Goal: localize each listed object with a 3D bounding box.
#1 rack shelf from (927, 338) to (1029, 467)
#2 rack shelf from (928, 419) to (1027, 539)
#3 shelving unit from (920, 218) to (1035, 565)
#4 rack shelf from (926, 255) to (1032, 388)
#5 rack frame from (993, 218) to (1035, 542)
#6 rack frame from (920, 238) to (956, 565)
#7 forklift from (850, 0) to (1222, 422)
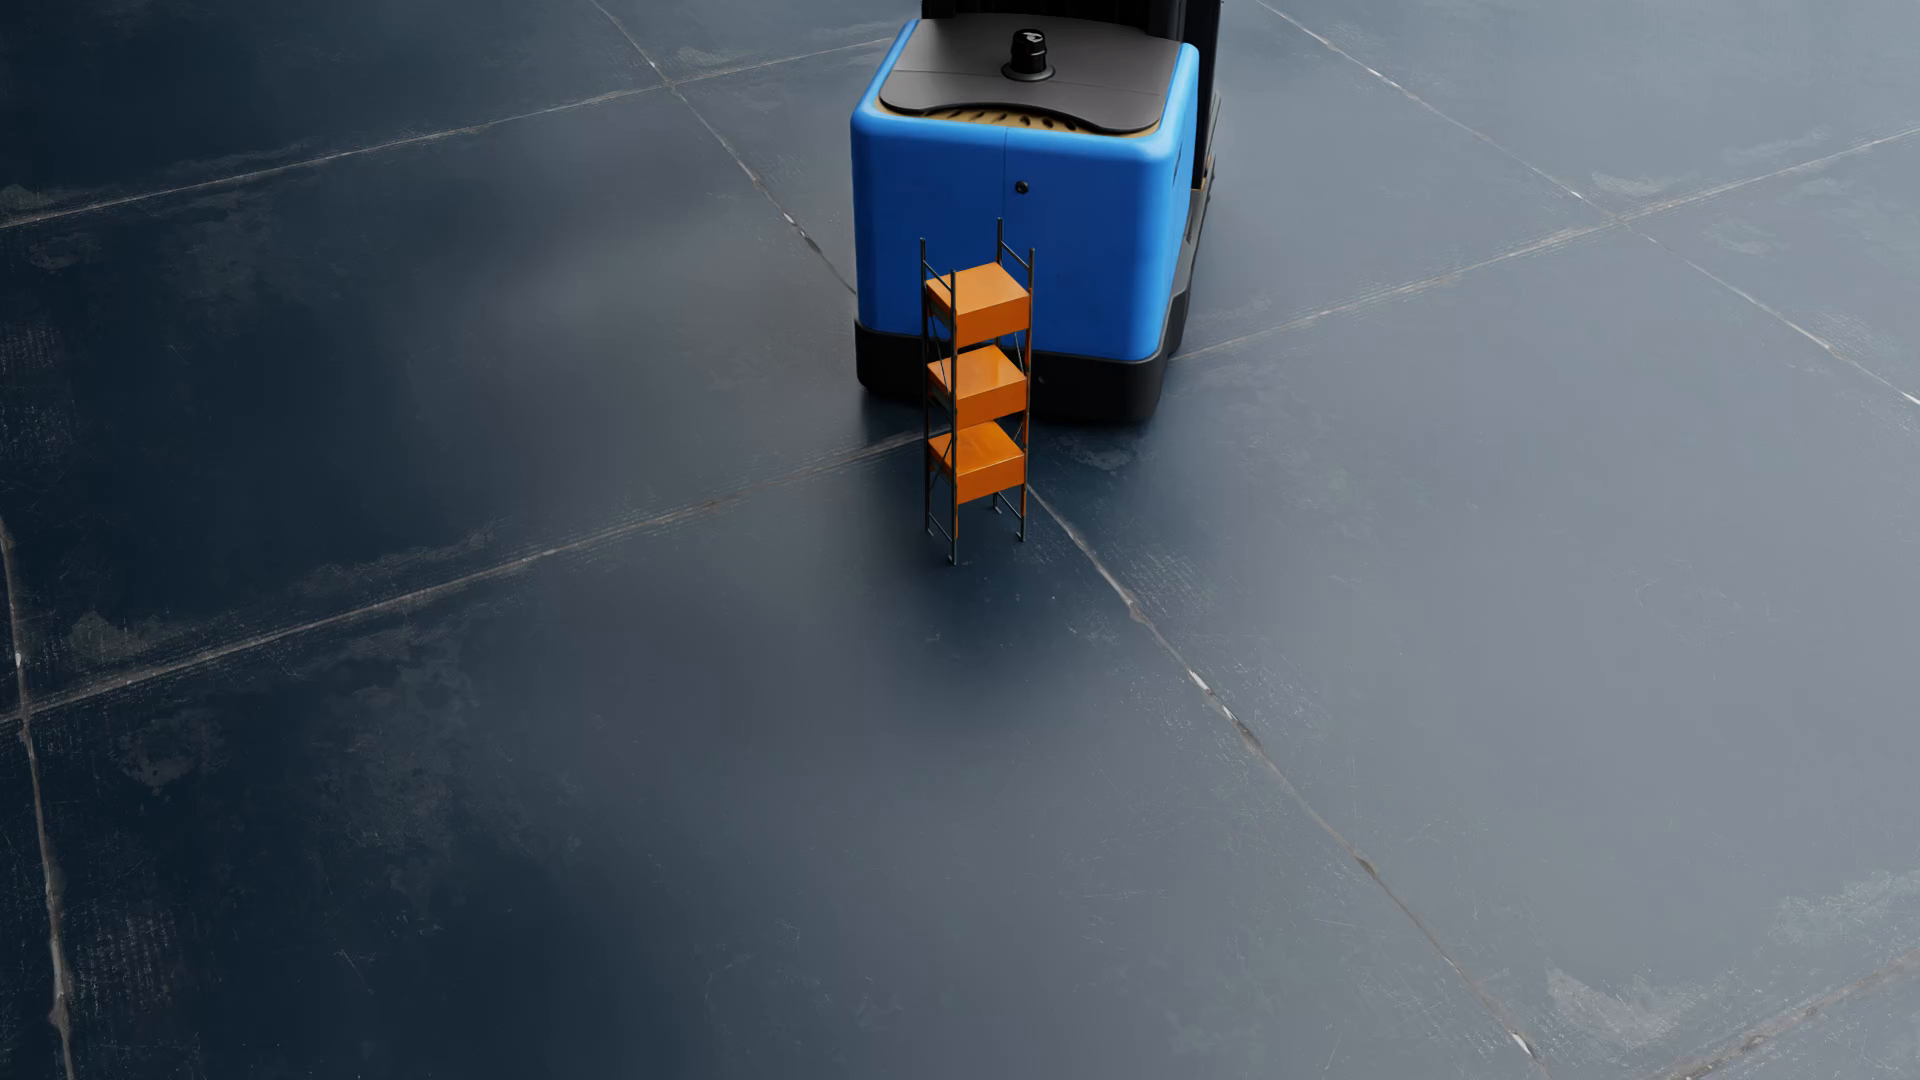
[{"bbox_3d":[0.047,-0.409,4.937,0.240,0.259,0.215,-19,44,-21],"label":"rack shelf"},{"bbox_3d":[0.047,-0.196,5.116,0.240,0.259,0.215,-19,44,-21],"label":"rack shelf"},{"bbox_3d":[0.047,-0.417,4.930,0.252,1.050,0.215,-19,44,-21],"label":"shelving unit"},{"bbox_3d":[0.047,-0.625,4.753,0.240,0.259,0.215,-19,44,-21],"label":"rack shelf"},{"bbox_3d":[0.156,-0.453,4.973,0.008,1.050,0.200,-19,44,-21],"label":"rack frame"},{"bbox_3d":[-0.061,-0.380,4.887,0.008,1.050,0.200,-19,44,-21],"label":"rack frame"},{"bbox_3d":[0.452,-2.475,5.905,1.130,2.935,3.031,8,41,9],"label":"forklift"}]
